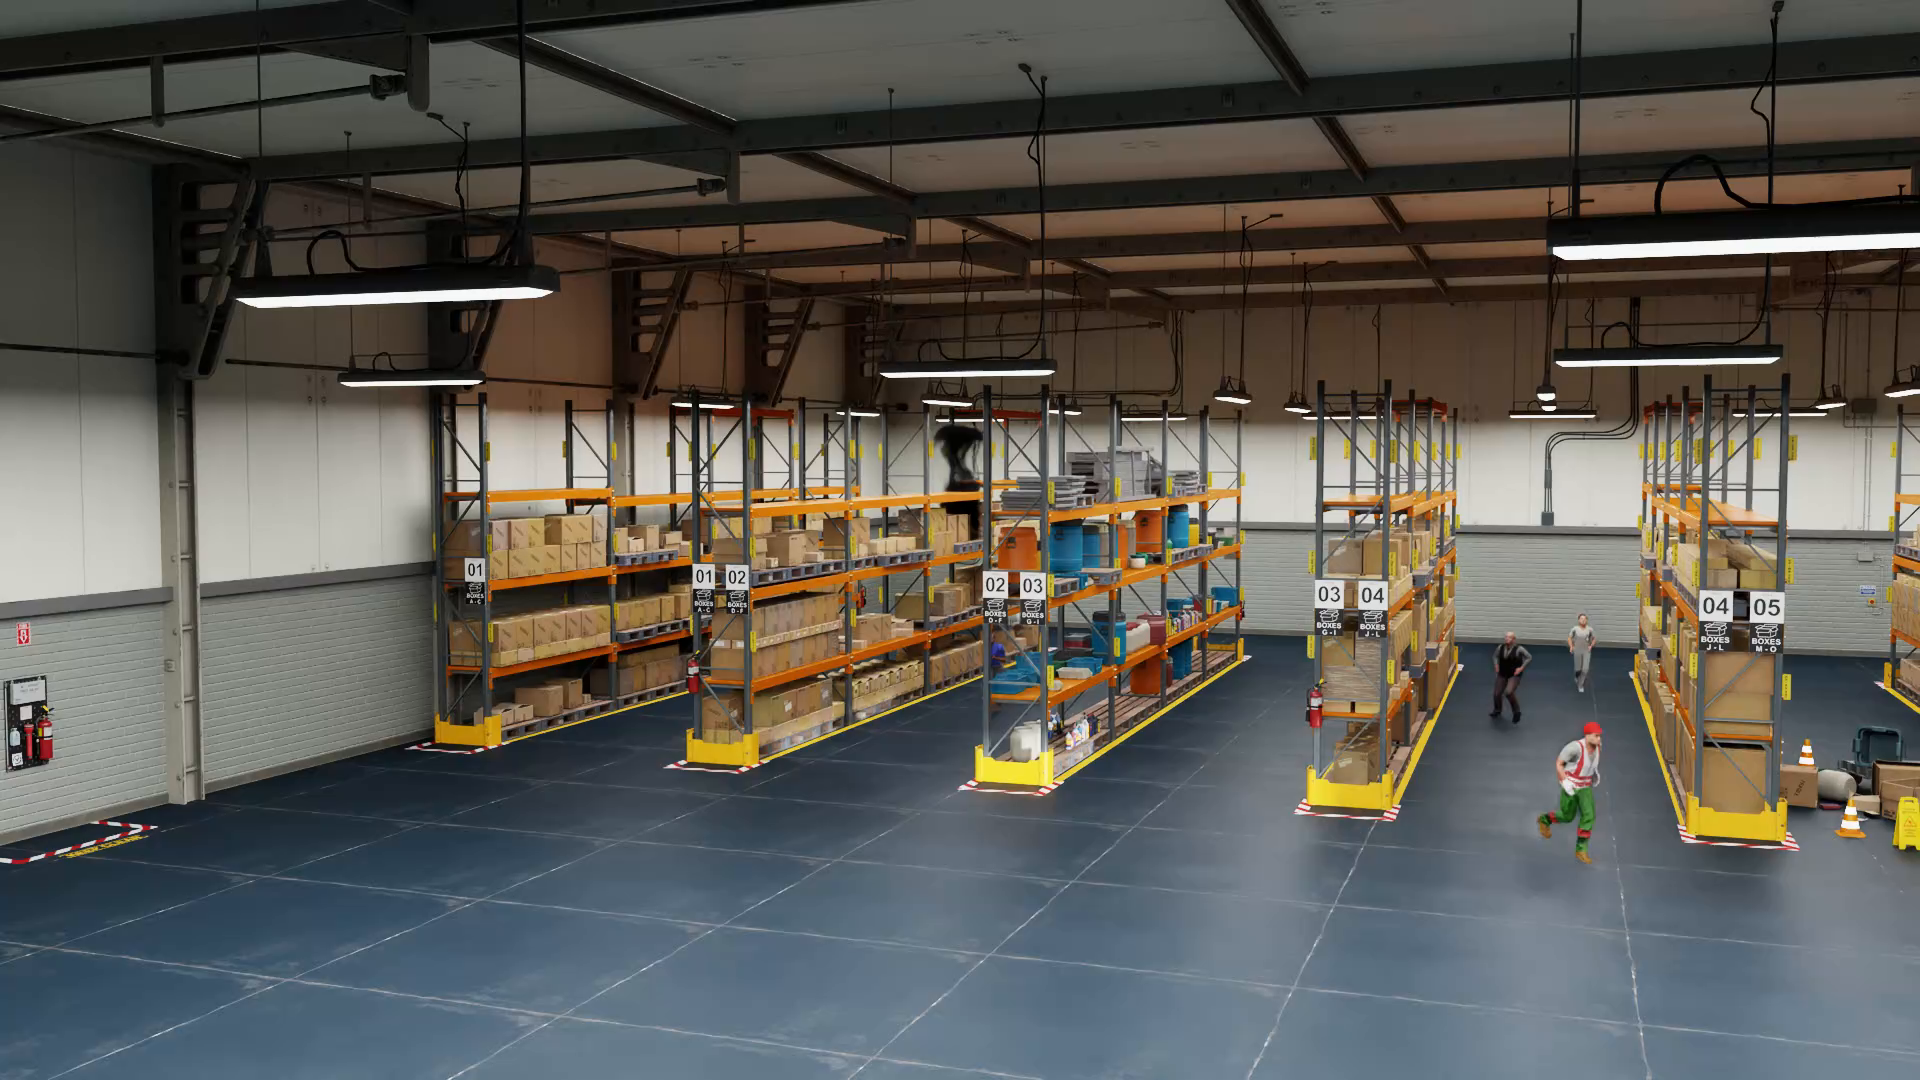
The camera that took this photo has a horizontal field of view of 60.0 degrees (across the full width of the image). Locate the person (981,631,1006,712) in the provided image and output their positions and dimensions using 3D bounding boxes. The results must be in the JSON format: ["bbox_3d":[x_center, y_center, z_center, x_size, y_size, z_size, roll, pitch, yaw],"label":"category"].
[{"bbox_3d":[0.631,2.512,31.602,0.564,1.562,0.846,1,3,17],"label":"person"}]

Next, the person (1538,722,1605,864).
[{"bbox_3d":[7.574,3.068,20.597,0.669,1.731,0.989,-2,3,-29],"label":"person"}]

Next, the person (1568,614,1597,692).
[{"bbox_3d":[12.997,2.349,34.738,0.568,1.628,0.561,1,3,16],"label":"person"}]

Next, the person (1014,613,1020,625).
[{"bbox_3d":[1.576,1.793,44.086,0.657,1.742,0.603,-2,4,-39],"label":"person"}]

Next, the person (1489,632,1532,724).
[{"bbox_3d":[10.165,2.537,30.836,0.827,1.681,0.703,3,4,41],"label":"person"}]
